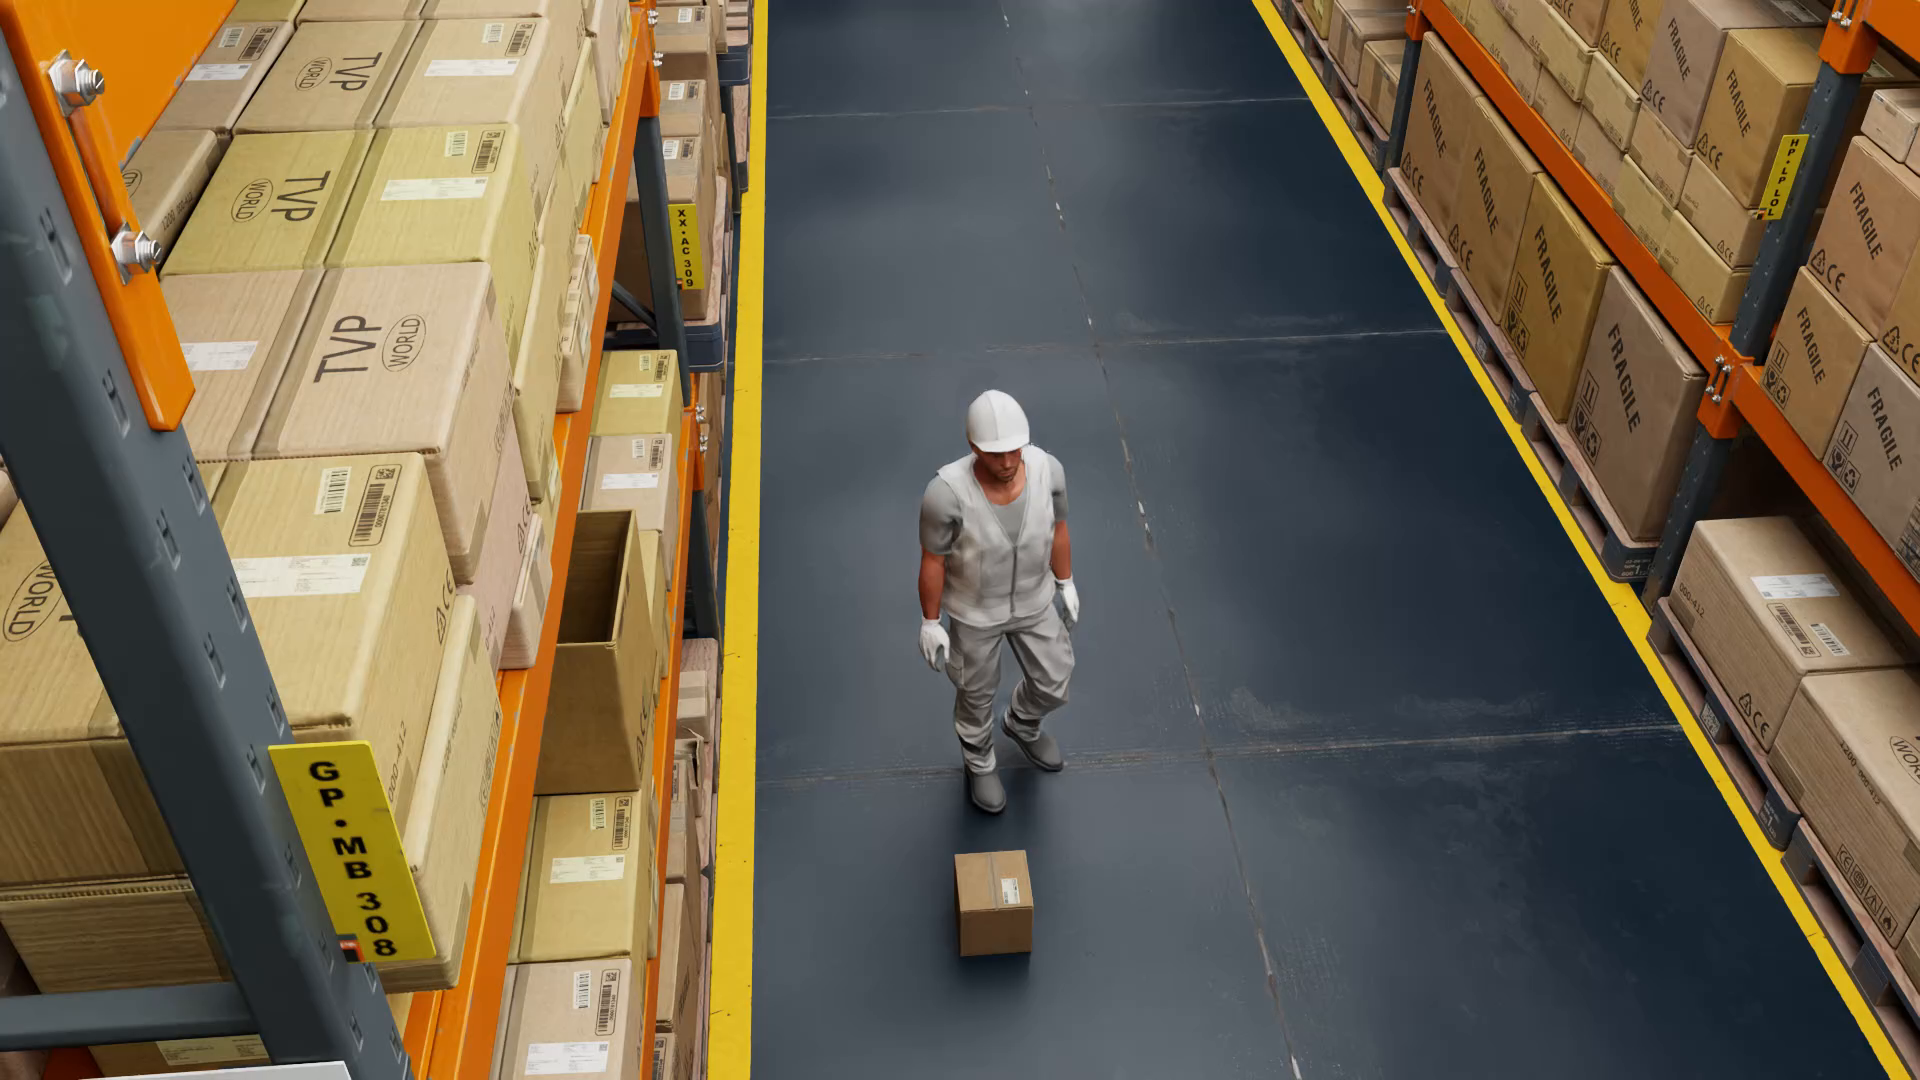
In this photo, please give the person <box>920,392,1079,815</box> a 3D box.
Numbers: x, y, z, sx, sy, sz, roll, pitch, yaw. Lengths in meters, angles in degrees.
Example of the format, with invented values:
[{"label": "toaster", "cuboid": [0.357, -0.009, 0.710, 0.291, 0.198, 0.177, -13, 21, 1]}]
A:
[{"label": "person", "cuboid": [0.136, 0.247, 5.824, 0.604, 1.816, 0.363, -15, 41, -18]}]
